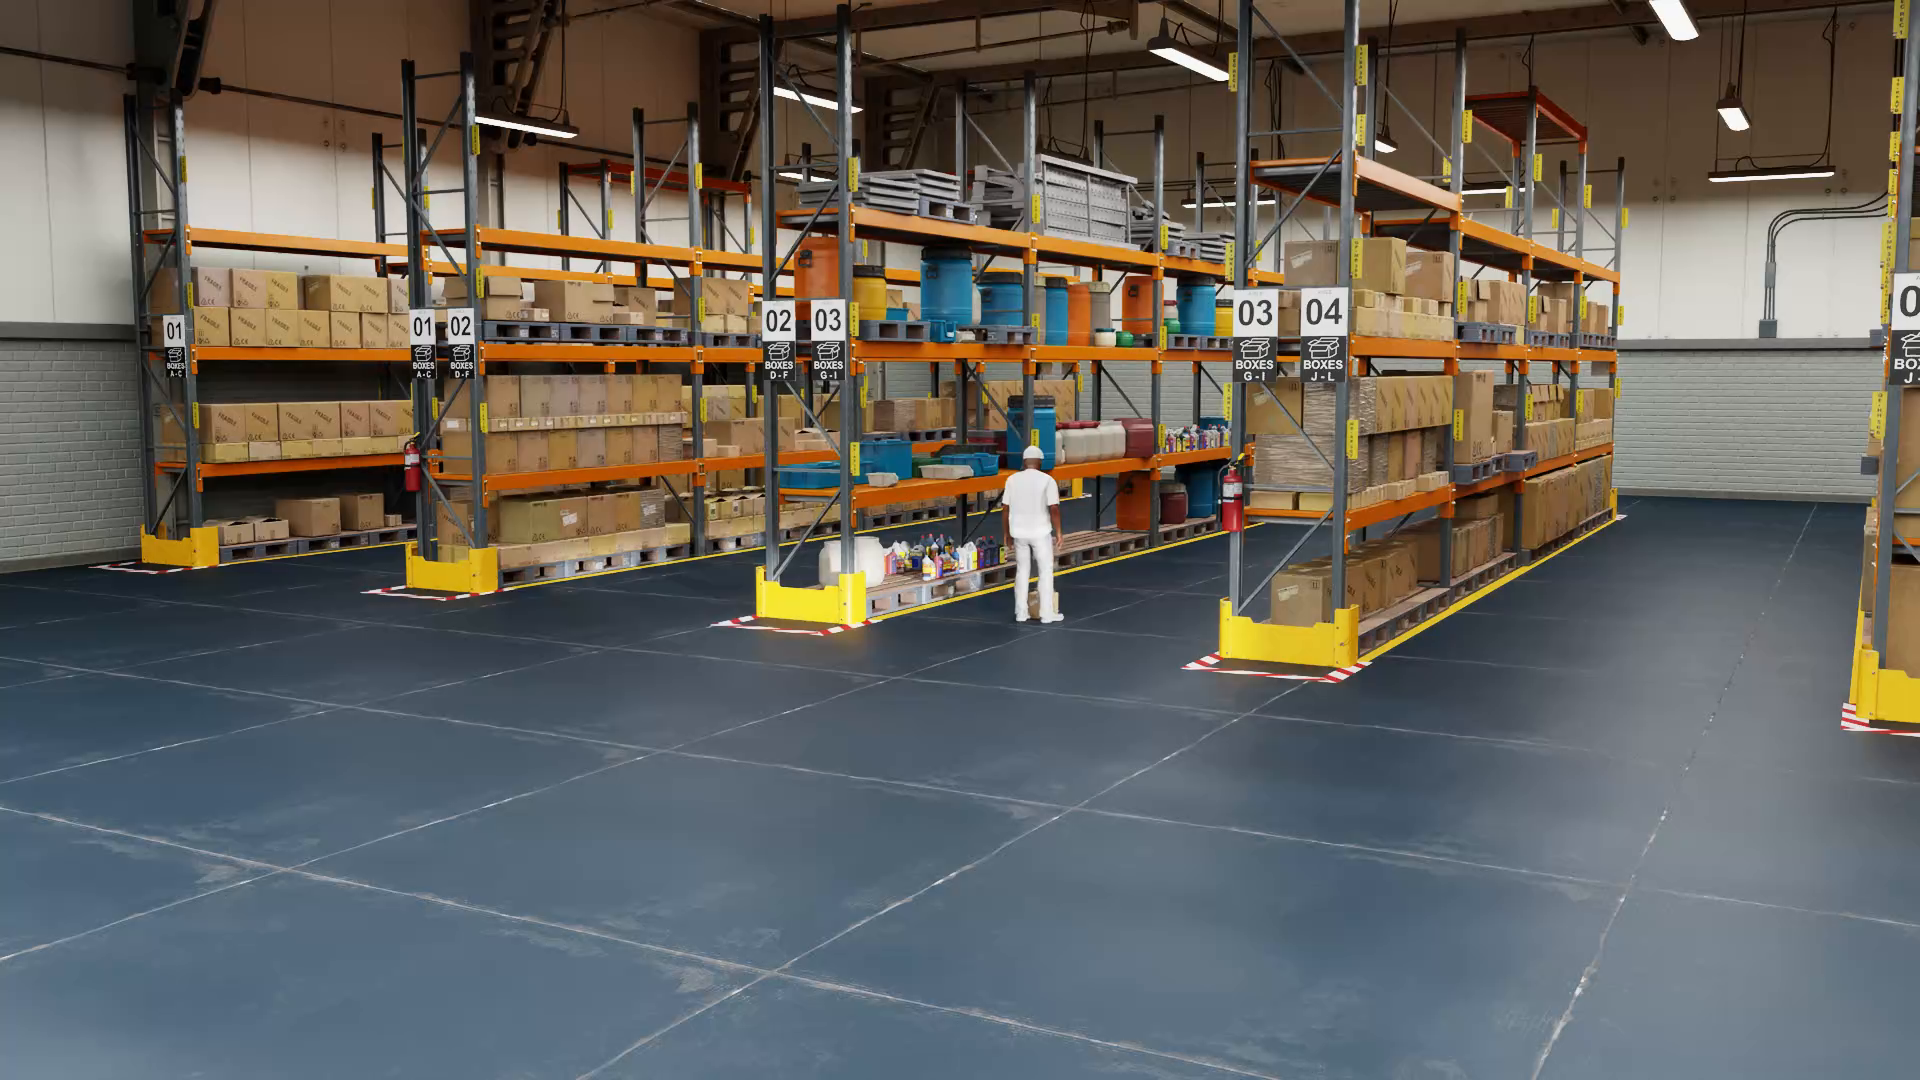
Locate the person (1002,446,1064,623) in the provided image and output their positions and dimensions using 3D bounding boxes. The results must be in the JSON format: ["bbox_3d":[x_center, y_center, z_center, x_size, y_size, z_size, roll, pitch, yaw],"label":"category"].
[{"bbox_3d":[0.730,-0.065,16.686,0.633,1.759,0.462,3,7,25],"label":"person"}]
